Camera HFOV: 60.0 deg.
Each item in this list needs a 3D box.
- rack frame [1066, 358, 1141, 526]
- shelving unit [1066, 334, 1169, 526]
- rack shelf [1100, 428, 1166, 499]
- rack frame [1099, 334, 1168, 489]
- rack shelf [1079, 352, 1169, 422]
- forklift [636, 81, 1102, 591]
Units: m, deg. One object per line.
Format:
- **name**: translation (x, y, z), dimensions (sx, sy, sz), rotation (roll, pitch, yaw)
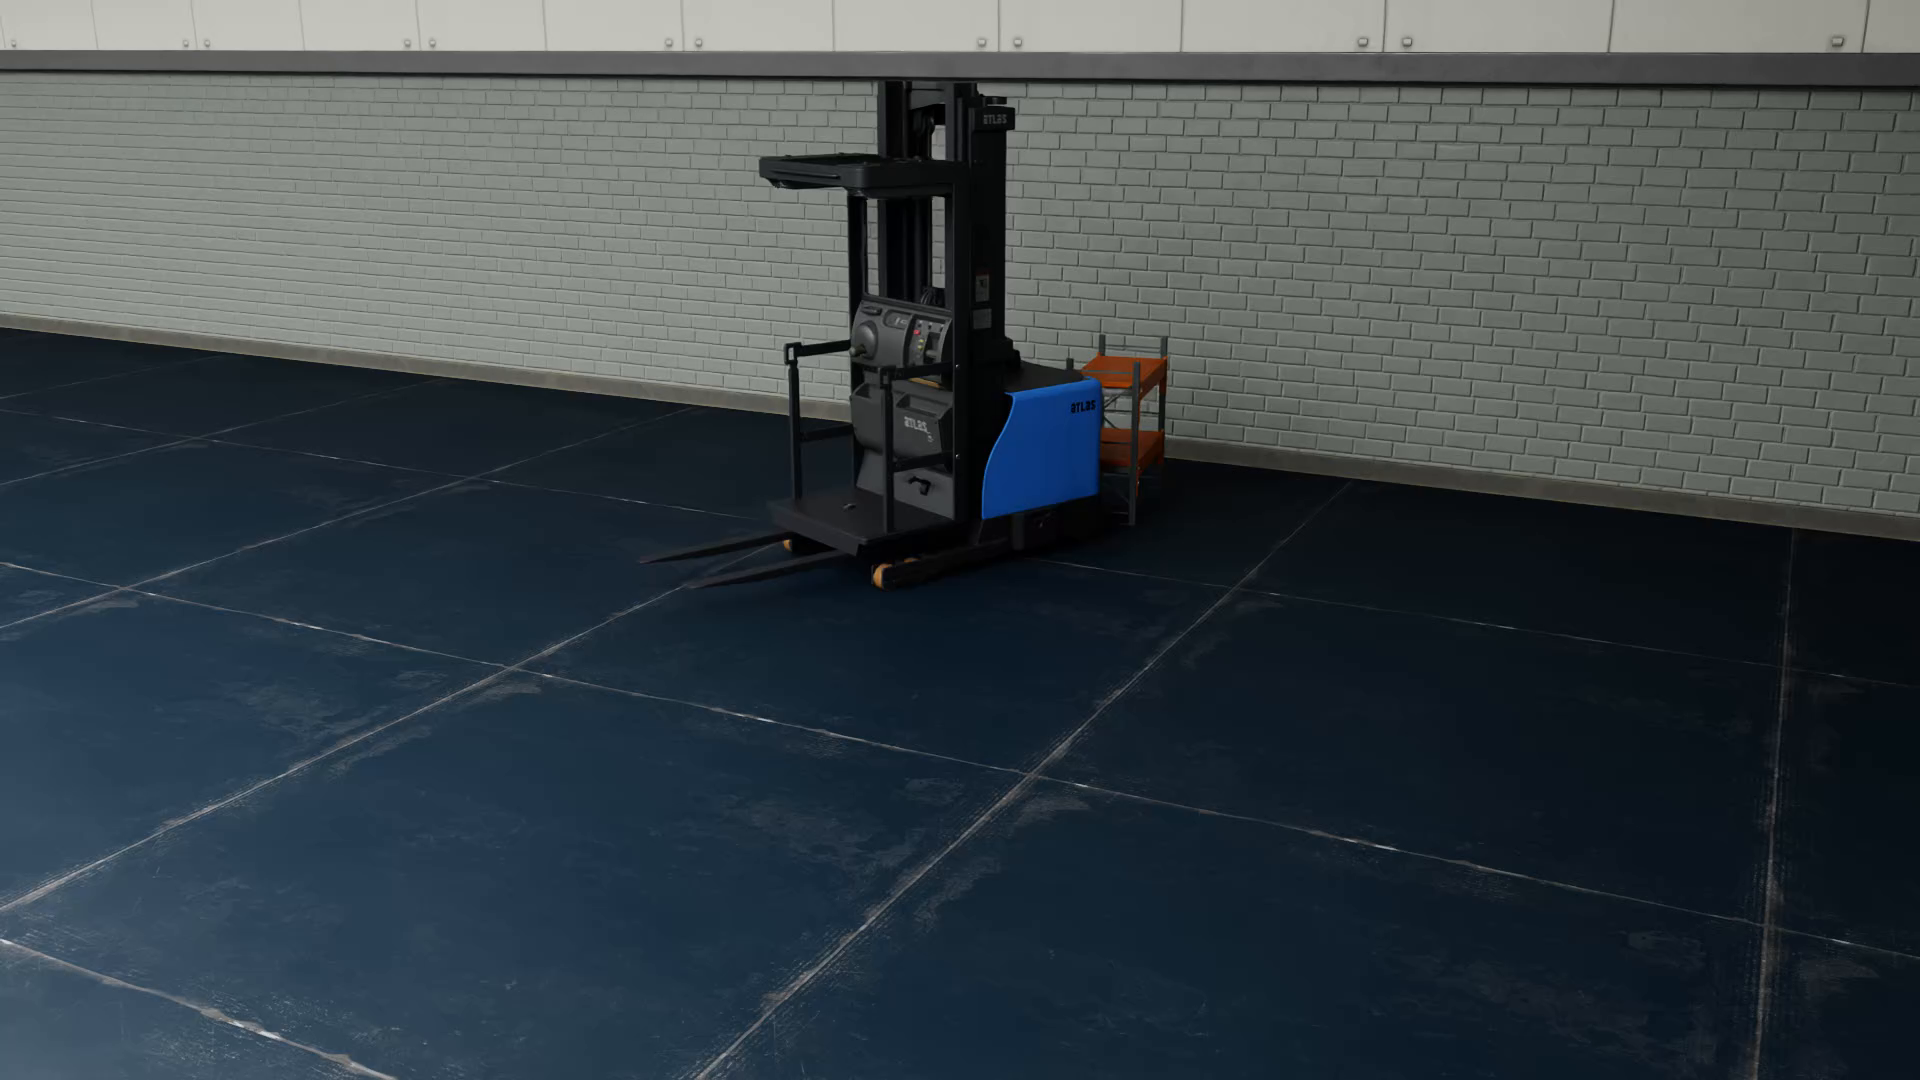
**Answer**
- **rack frame**: translation (0.958, -0.663, 11.280), dimensions (0.500, 1.125, 0.032), rotation (5, 17, 16)
- **shelving unit**: translation (1.107, -0.801, 11.746), dimensions (0.538, 1.125, 1.048), rotation (5, 17, 16)
- **rack shelf**: translation (1.107, -0.567, 11.815), dimensions (0.538, 0.278, 1.000), rotation (5, 17, 16)
- **rack frame**: translation (1.256, -0.939, 12.212), dimensions (0.500, 1.125, 0.032), rotation (5, 17, 16)
- **rack shelf**: translation (1.107, -1.082, 11.662), dimensions (0.538, 0.278, 1.000), rotation (5, 17, 16)
- **forklift**: translation (-0.529, -1.267, 10.142), dimensions (3.031, 2.935, 1.130), rotation (-13, 21, -37)
